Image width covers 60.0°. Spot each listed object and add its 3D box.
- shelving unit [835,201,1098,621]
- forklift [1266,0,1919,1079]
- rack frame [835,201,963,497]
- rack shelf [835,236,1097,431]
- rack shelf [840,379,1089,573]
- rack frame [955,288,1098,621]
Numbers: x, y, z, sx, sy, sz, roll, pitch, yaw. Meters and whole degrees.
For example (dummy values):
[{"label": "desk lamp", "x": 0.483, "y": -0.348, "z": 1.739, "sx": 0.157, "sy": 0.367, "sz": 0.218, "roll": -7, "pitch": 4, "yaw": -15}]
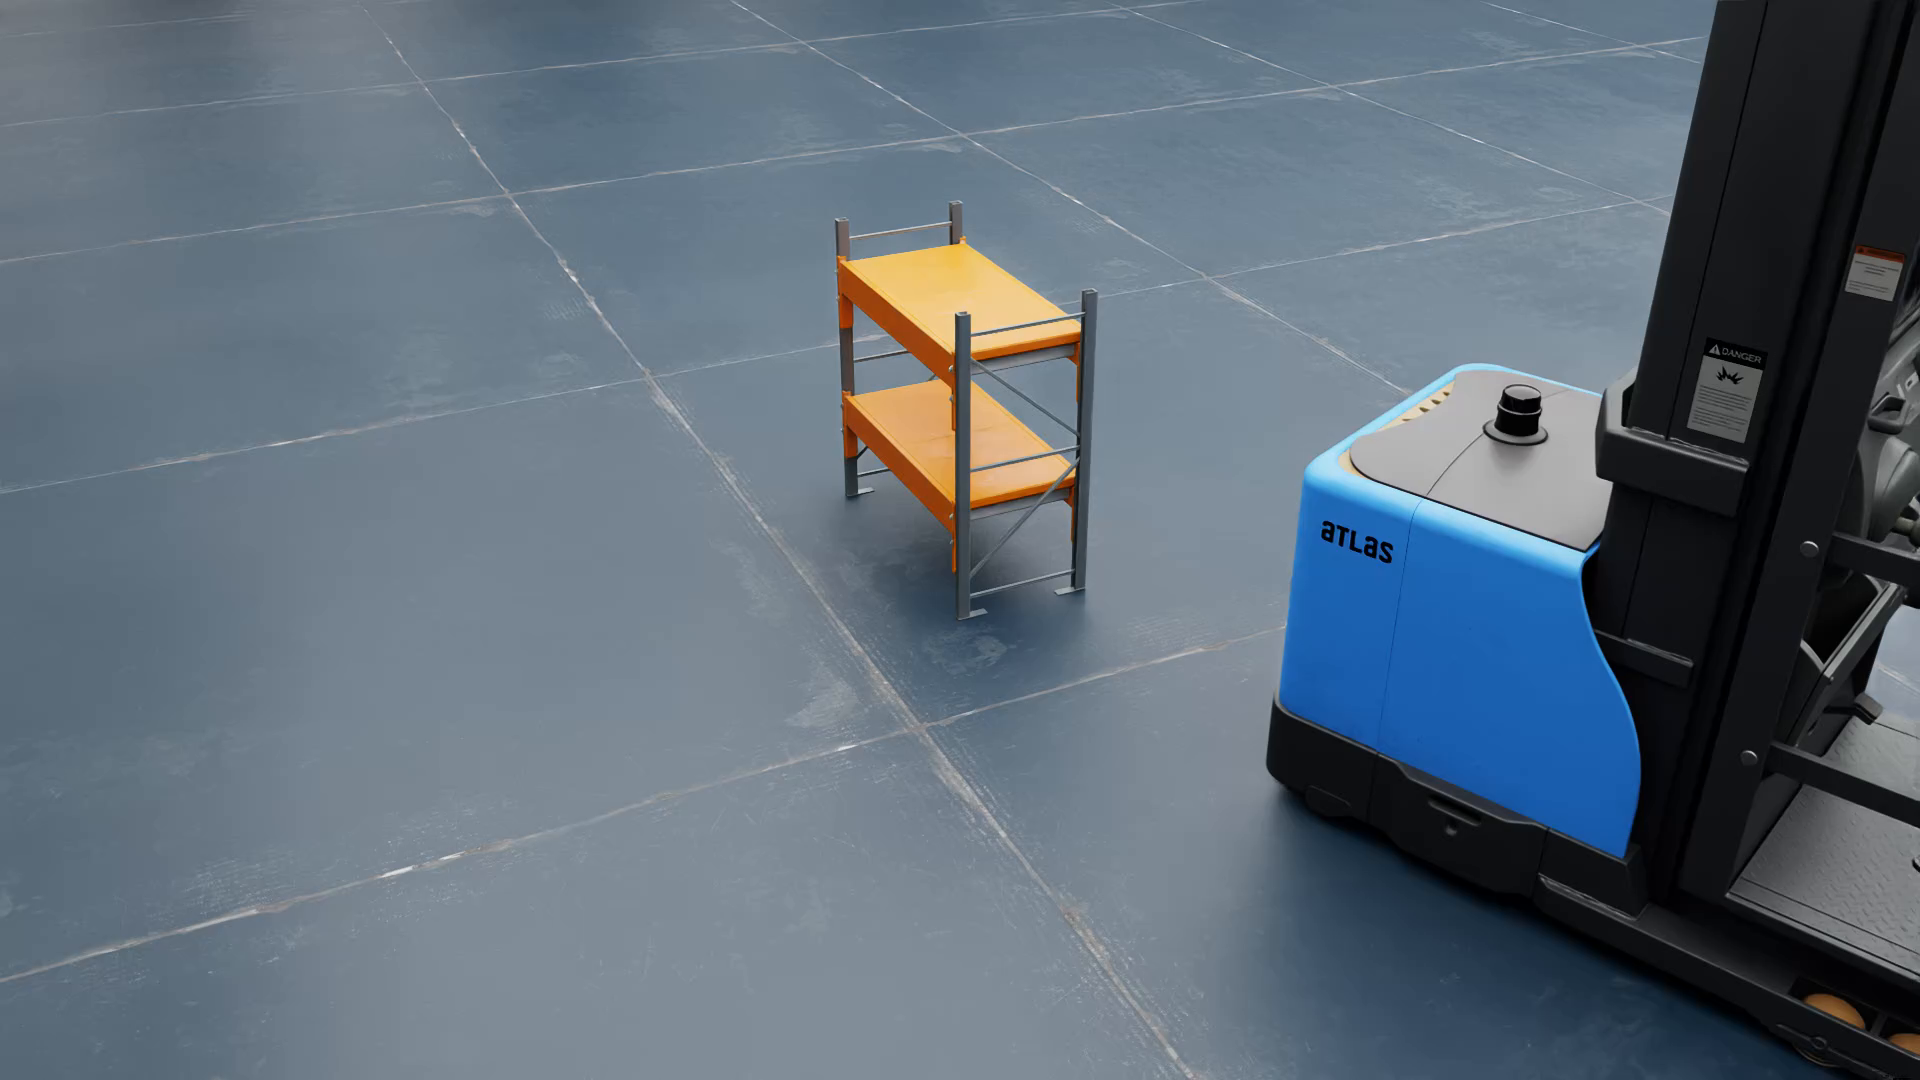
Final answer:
[{"label": "shelving unit", "x": -0.003, "y": -0.494, "z": 5.980, "sx": 0.538, "sy": 1.125, "sz": 1.048, "roll": -13, "pitch": 32, "yaw": -22}, {"label": "forklift", "x": 2.344, "y": -0.245, "z": 3.691, "sx": 3.031, "sy": 2.935, "sz": 1.130, "roll": 23, "pitch": 37, "yaw": 35}, {"label": "rack frame", "x": -0.221, "y": -0.718, "z": 6.381, "sx": 0.500, "sy": 1.125, "sz": 0.032, "roll": -13, "pitch": 32, "yaw": -22}, {"label": "rack shelf", "x": -0.003, "y": -0.749, "z": 5.837, "sx": 0.538, "sy": 0.278, "sz": 1.000, "roll": -13, "pitch": 32, "yaw": -22}, {"label": "rack shelf", "x": -0.003, "y": -0.280, "z": 6.100, "sx": 0.538, "sy": 0.278, "sz": 1.000, "roll": -13, "pitch": 32, "yaw": -22}, {"label": "rack frame", "x": 0.215, "y": -0.269, "z": 5.580, "sx": 0.500, "sy": 1.125, "sz": 0.032, "roll": -13, "pitch": 32, "yaw": -22}]
